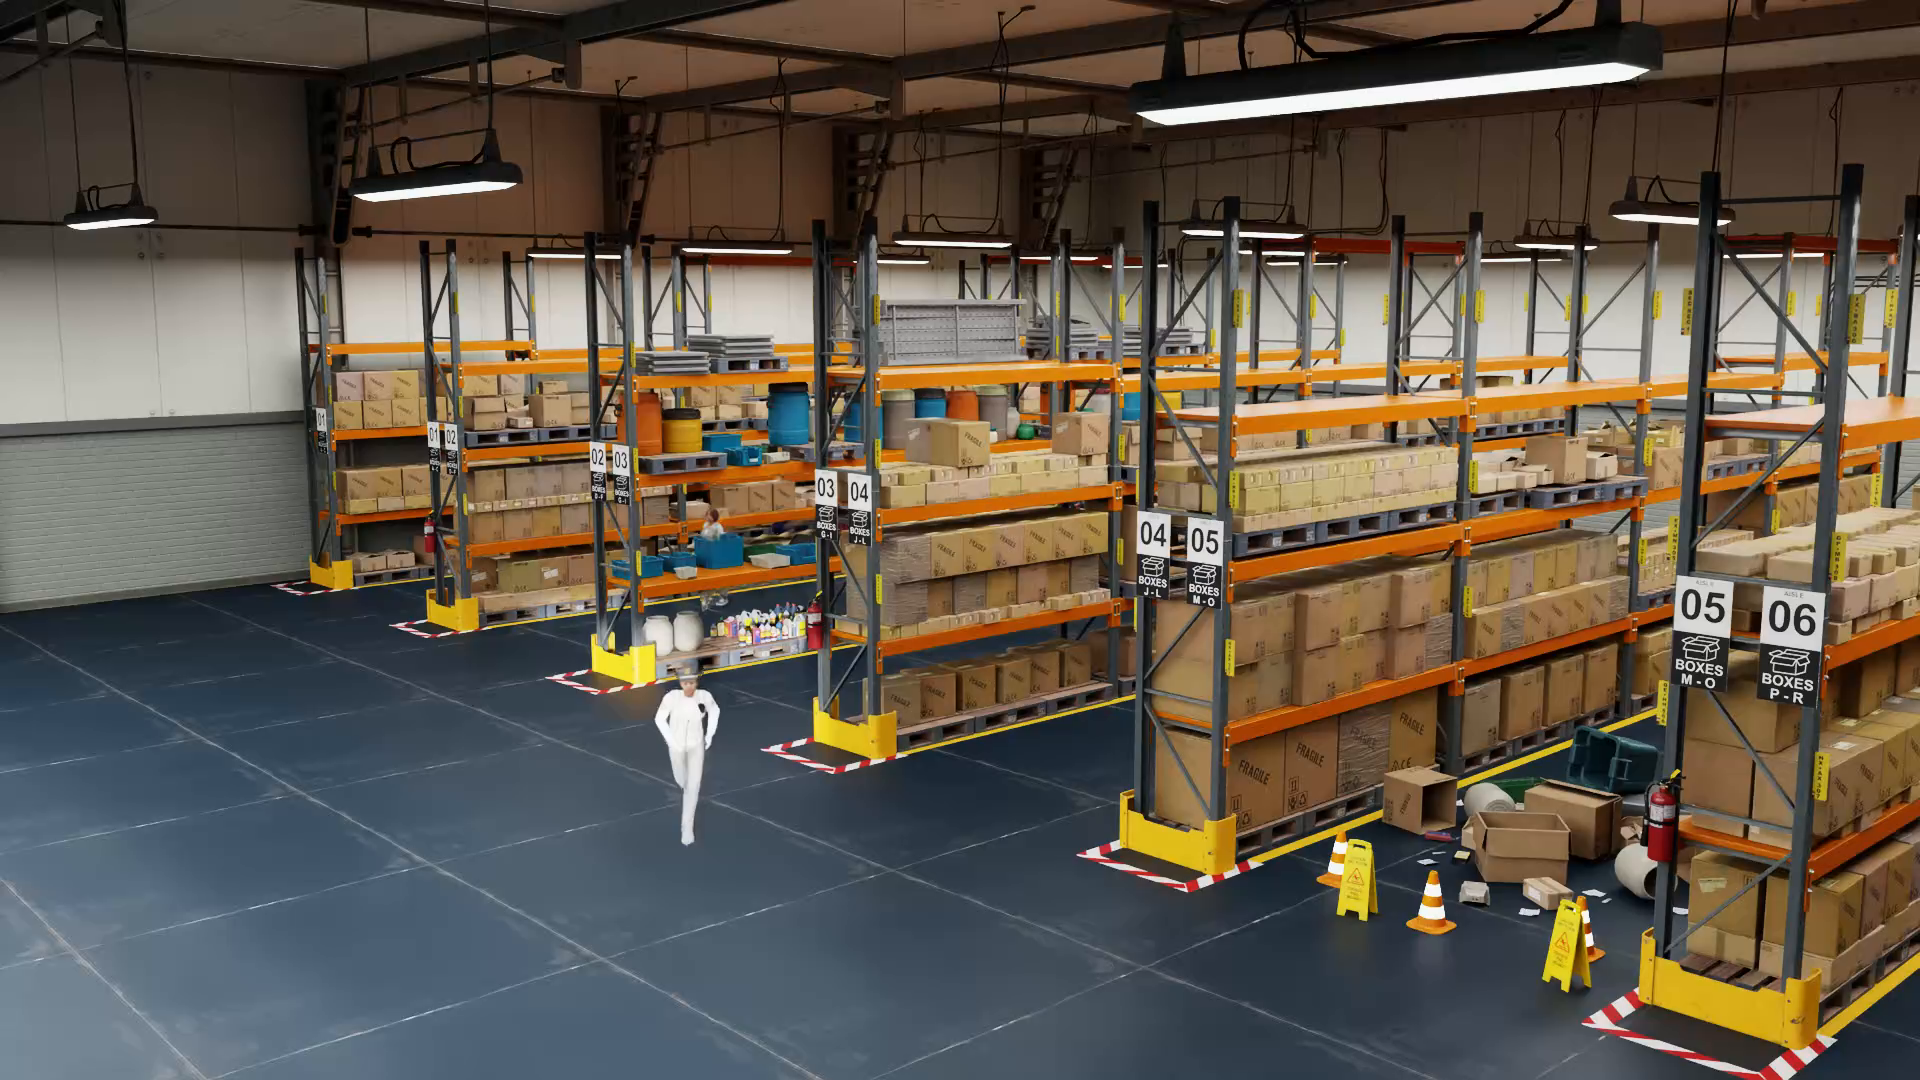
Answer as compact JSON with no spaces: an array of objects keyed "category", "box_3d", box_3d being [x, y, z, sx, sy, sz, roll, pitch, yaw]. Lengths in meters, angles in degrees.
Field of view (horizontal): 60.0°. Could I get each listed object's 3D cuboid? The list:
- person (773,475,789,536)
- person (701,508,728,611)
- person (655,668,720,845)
[{"category":"person","box_3d":[-3.679,-0.560,33.760,0.590,1.597,0.562,6,10,33]},{"category":"person","box_3d":[-3.912,0.300,26.121,0.505,1.621,0.681,4,9,27]},{"category":"person","box_3d":[-2.639,2.006,16.167,0.618,1.682,1.024,-1,8,-7]}]
